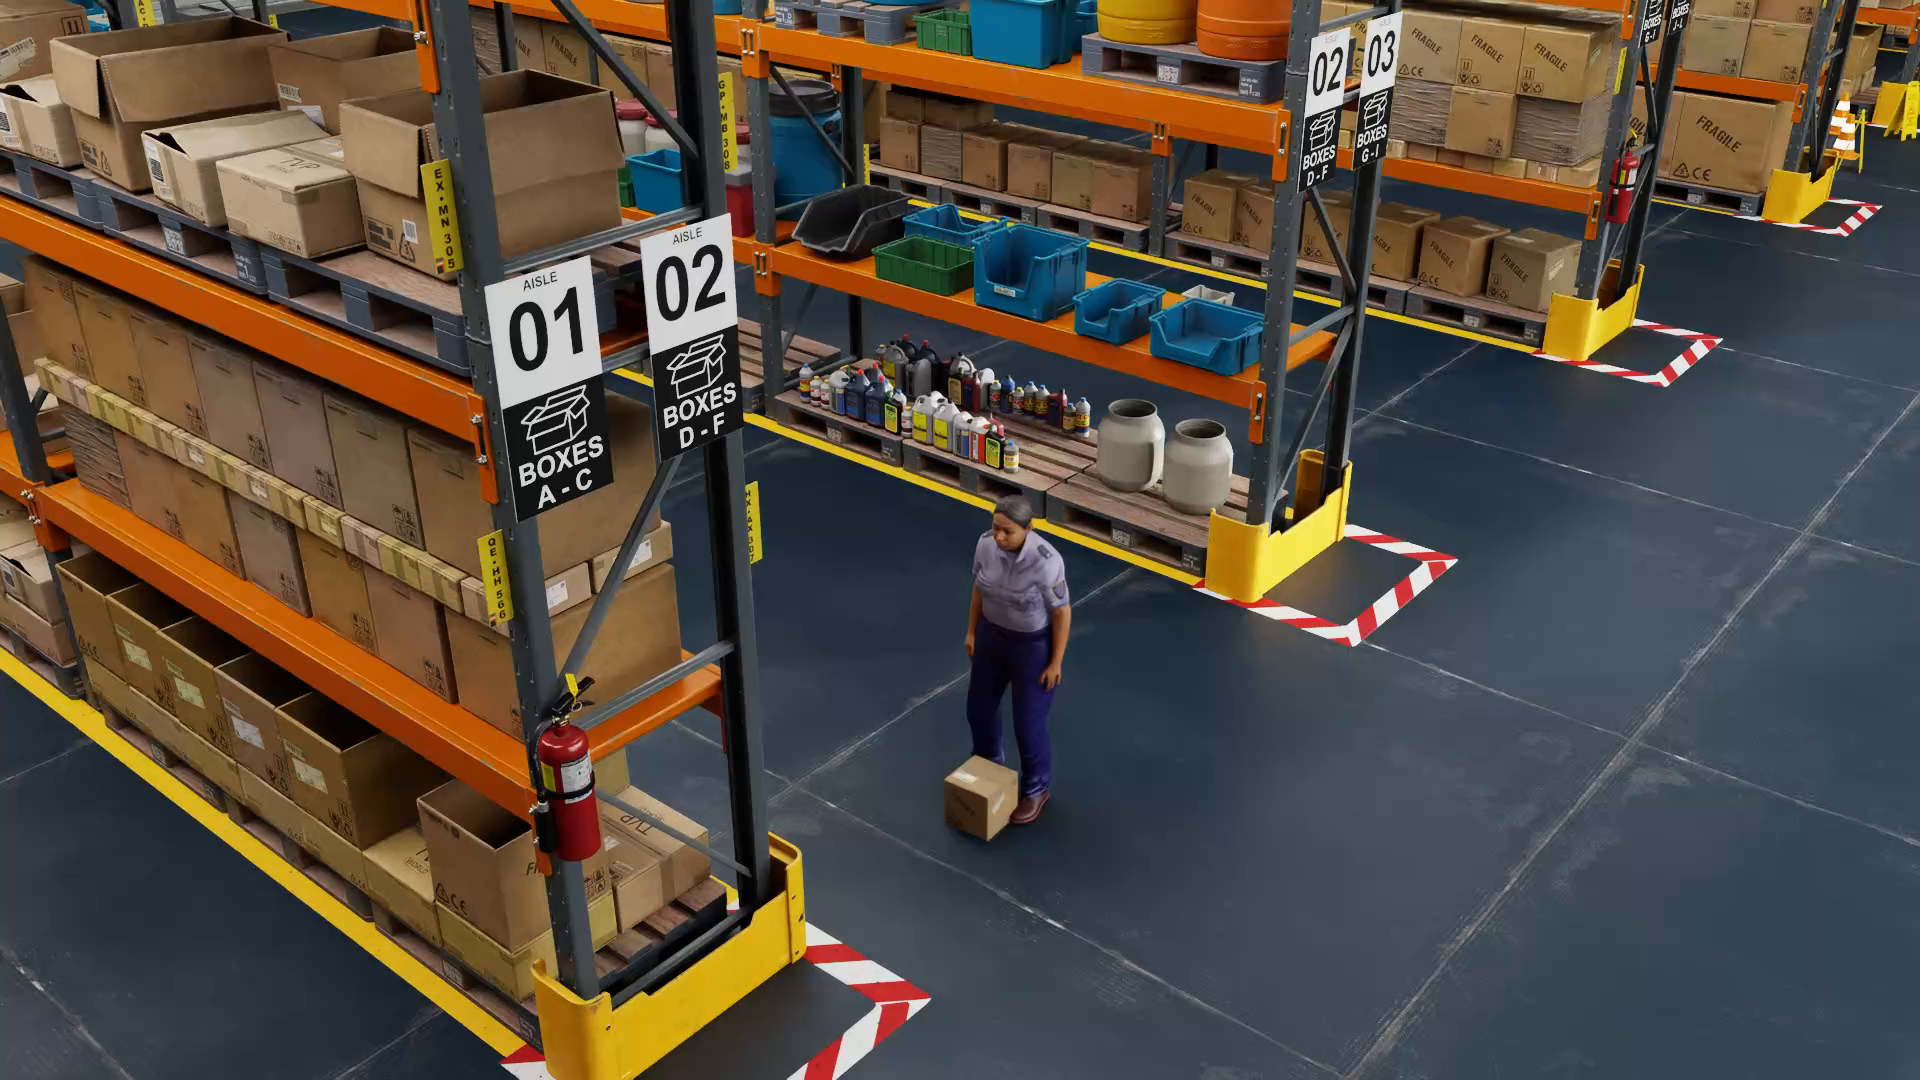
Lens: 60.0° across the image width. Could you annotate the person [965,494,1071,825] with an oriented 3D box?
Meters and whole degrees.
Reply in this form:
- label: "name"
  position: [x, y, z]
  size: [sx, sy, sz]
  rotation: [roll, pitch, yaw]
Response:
- label: "person"
  position: [0.243, 0.505, 7.660]
  size: [0.549, 1.650, 0.376]
  rotation: [19, 33, 32]
